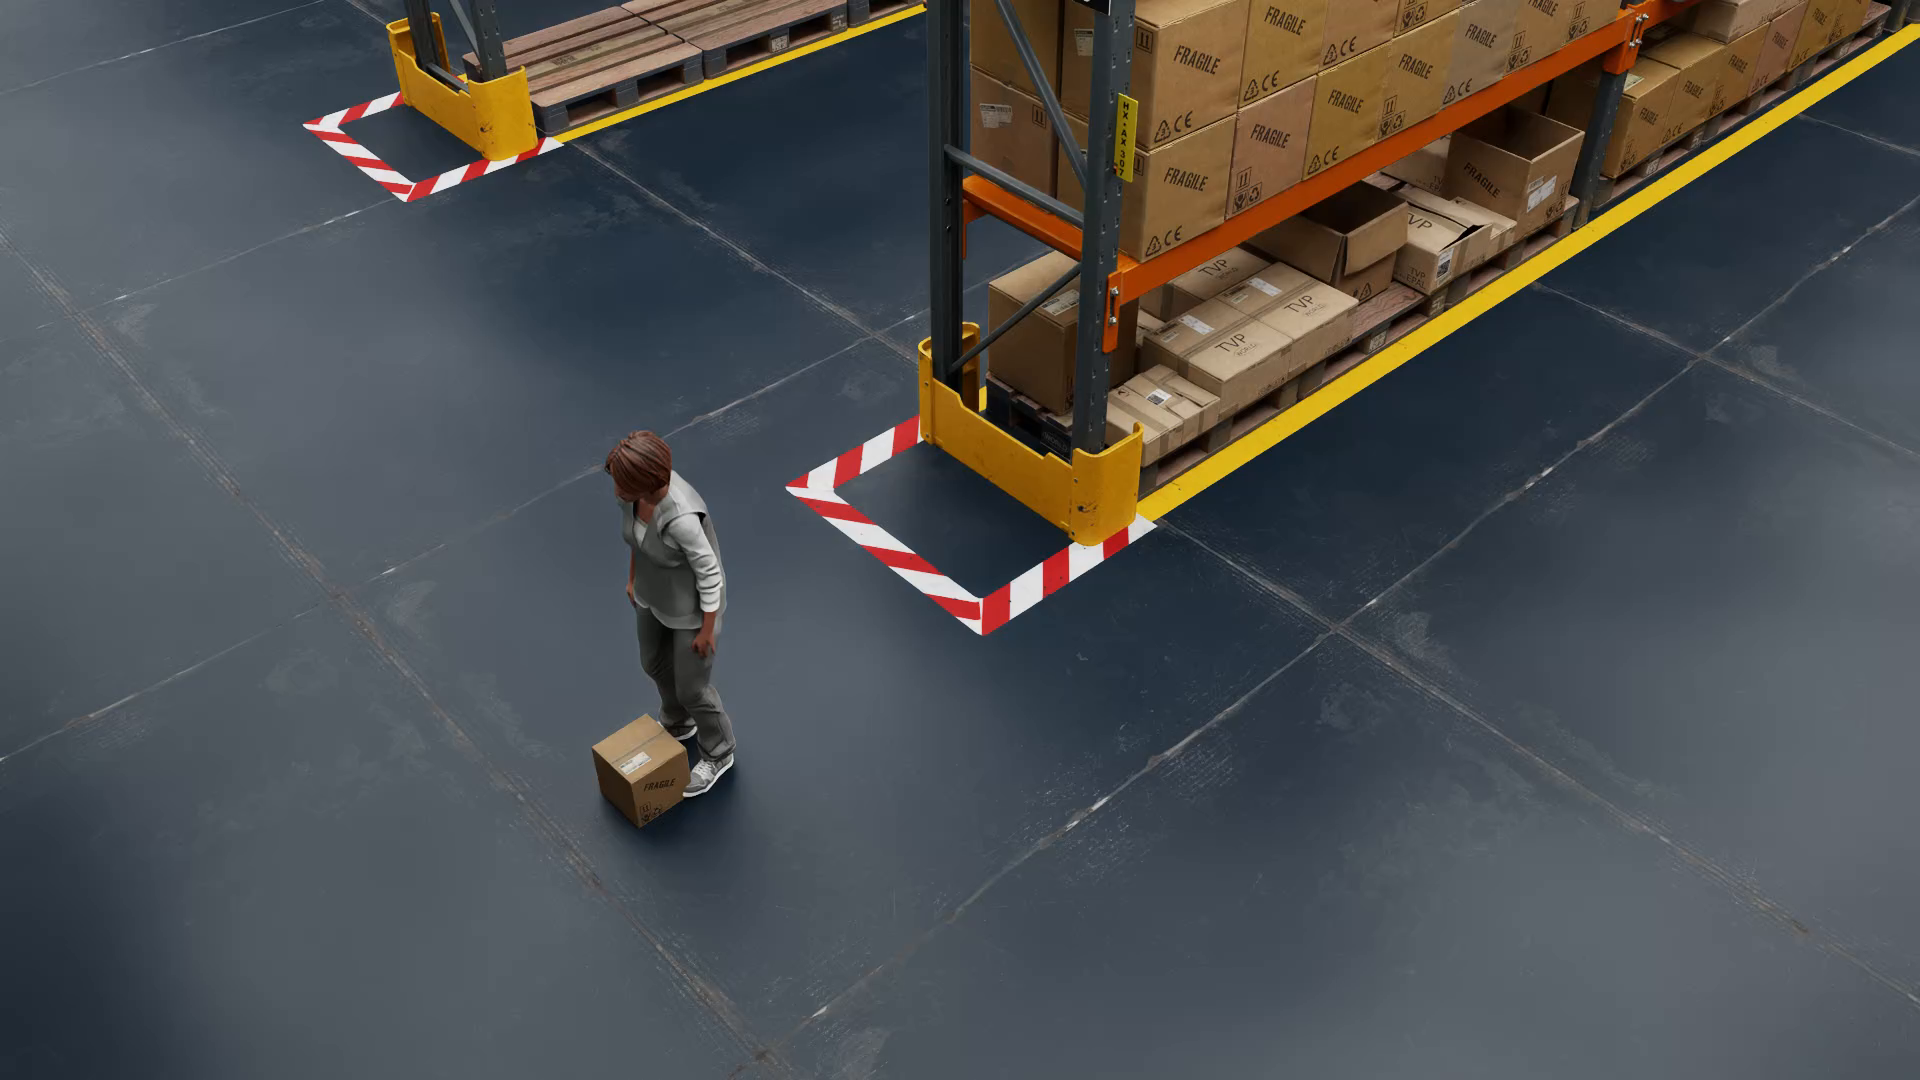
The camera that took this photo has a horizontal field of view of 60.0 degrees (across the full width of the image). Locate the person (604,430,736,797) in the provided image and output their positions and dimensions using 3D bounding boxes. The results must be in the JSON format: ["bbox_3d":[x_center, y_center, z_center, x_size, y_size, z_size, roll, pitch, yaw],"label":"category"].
[{"bbox_3d":[-1.014,0.238,5.887,0.348,1.590,0.469,-33,50,-33],"label":"person"}]
